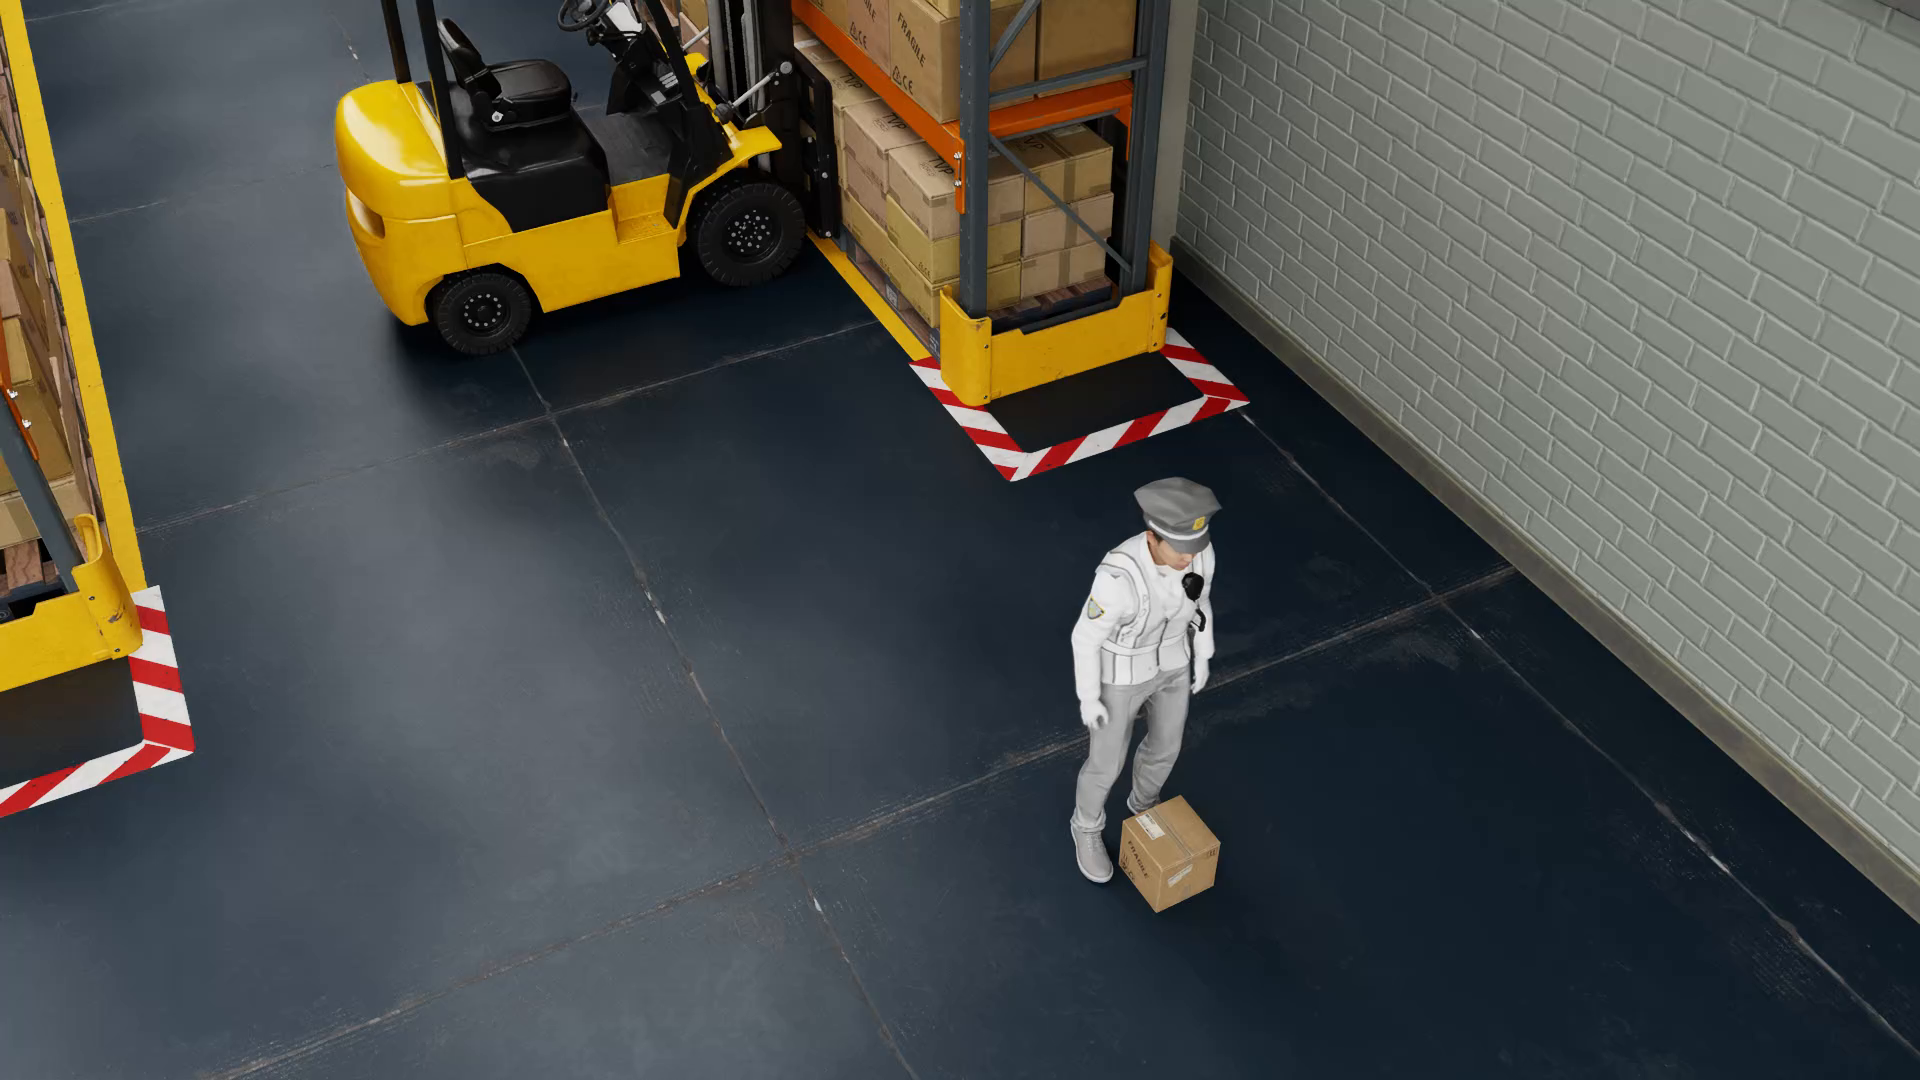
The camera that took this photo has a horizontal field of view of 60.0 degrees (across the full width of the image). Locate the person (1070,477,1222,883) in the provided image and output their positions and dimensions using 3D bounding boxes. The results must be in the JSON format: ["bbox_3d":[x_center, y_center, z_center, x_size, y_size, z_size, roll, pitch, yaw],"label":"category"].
[{"bbox_3d":[0.624,0.456,5.640,0.529,1.663,0.374,-19,45,-20],"label":"person"}]
